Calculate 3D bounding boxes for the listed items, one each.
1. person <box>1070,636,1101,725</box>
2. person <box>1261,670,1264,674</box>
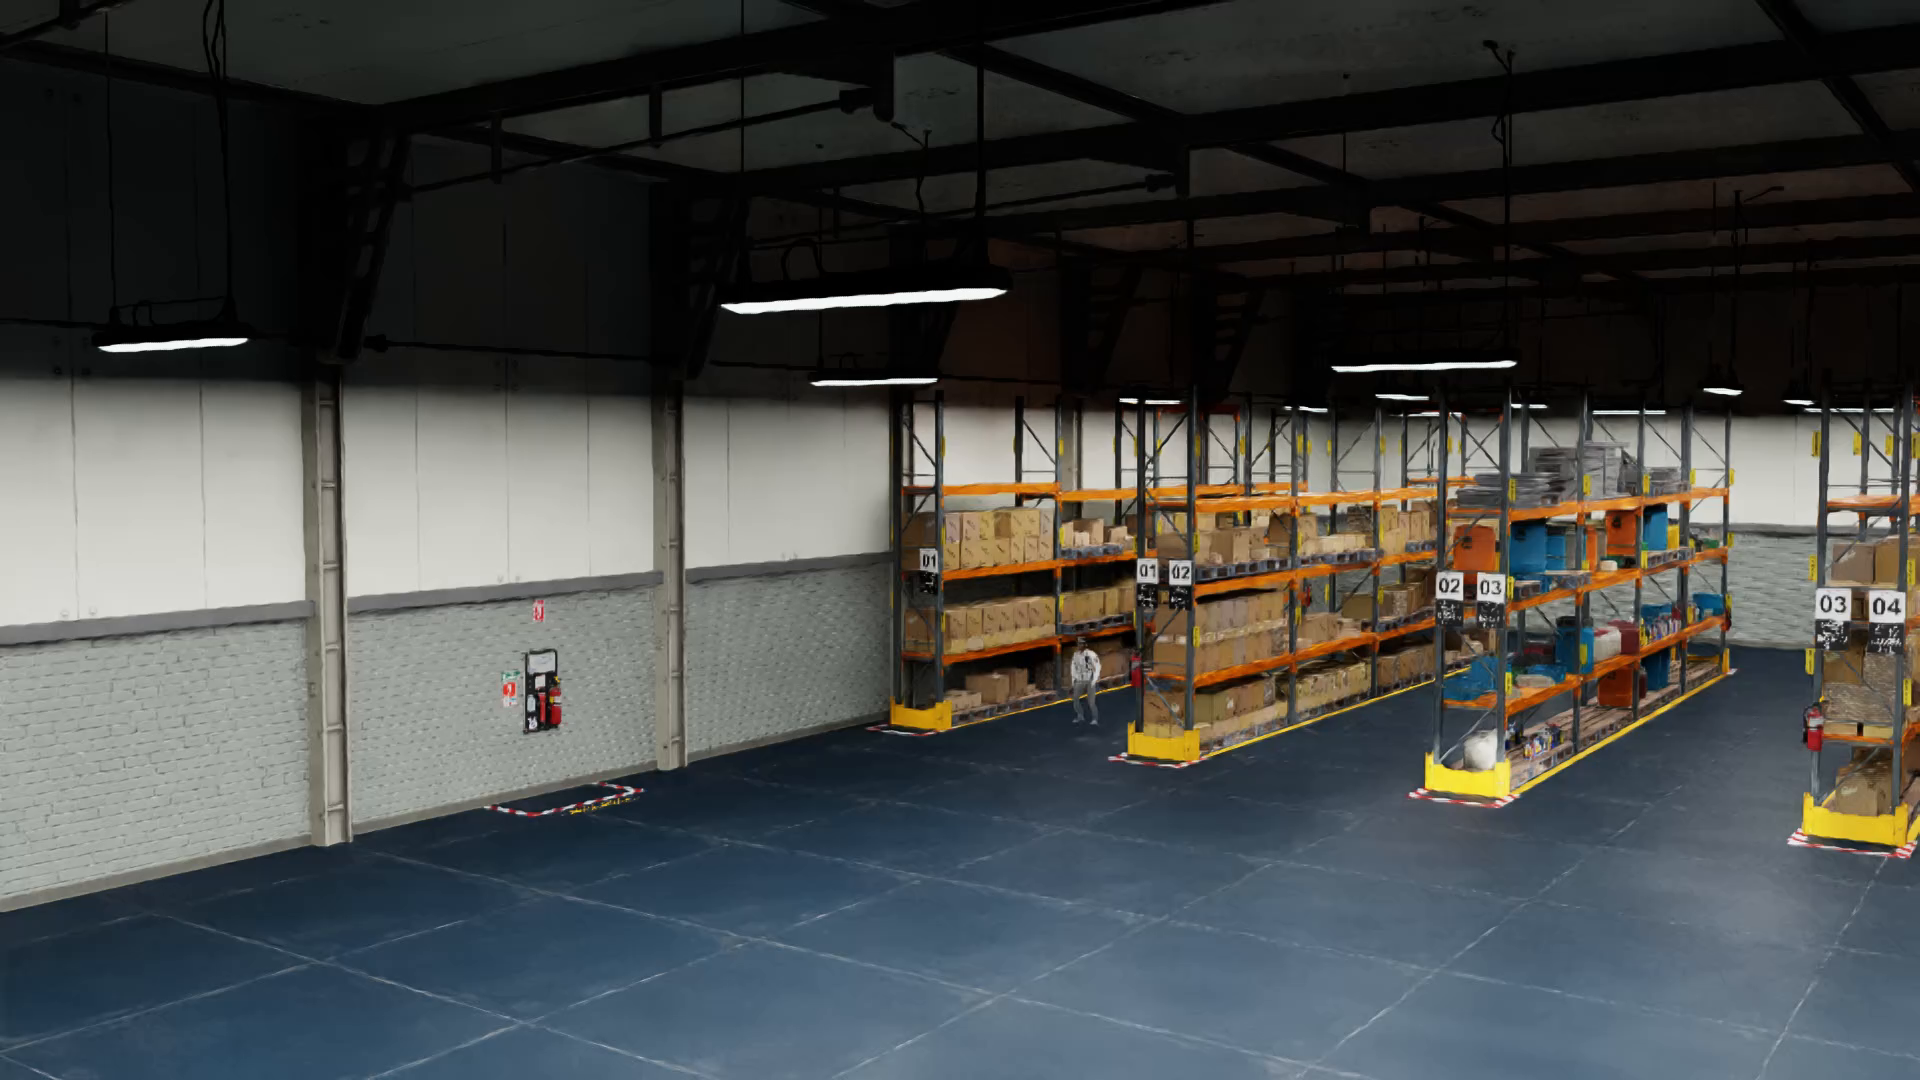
[{"bbox_3d":[2.253,2.513,29.870,0.639,1.632,0.512,2,4,34],"label":"person"},{"bbox_3d":[6.228,2.174,35.482,0.682,1.675,0.535,2,4,34],"label":"person"}]
